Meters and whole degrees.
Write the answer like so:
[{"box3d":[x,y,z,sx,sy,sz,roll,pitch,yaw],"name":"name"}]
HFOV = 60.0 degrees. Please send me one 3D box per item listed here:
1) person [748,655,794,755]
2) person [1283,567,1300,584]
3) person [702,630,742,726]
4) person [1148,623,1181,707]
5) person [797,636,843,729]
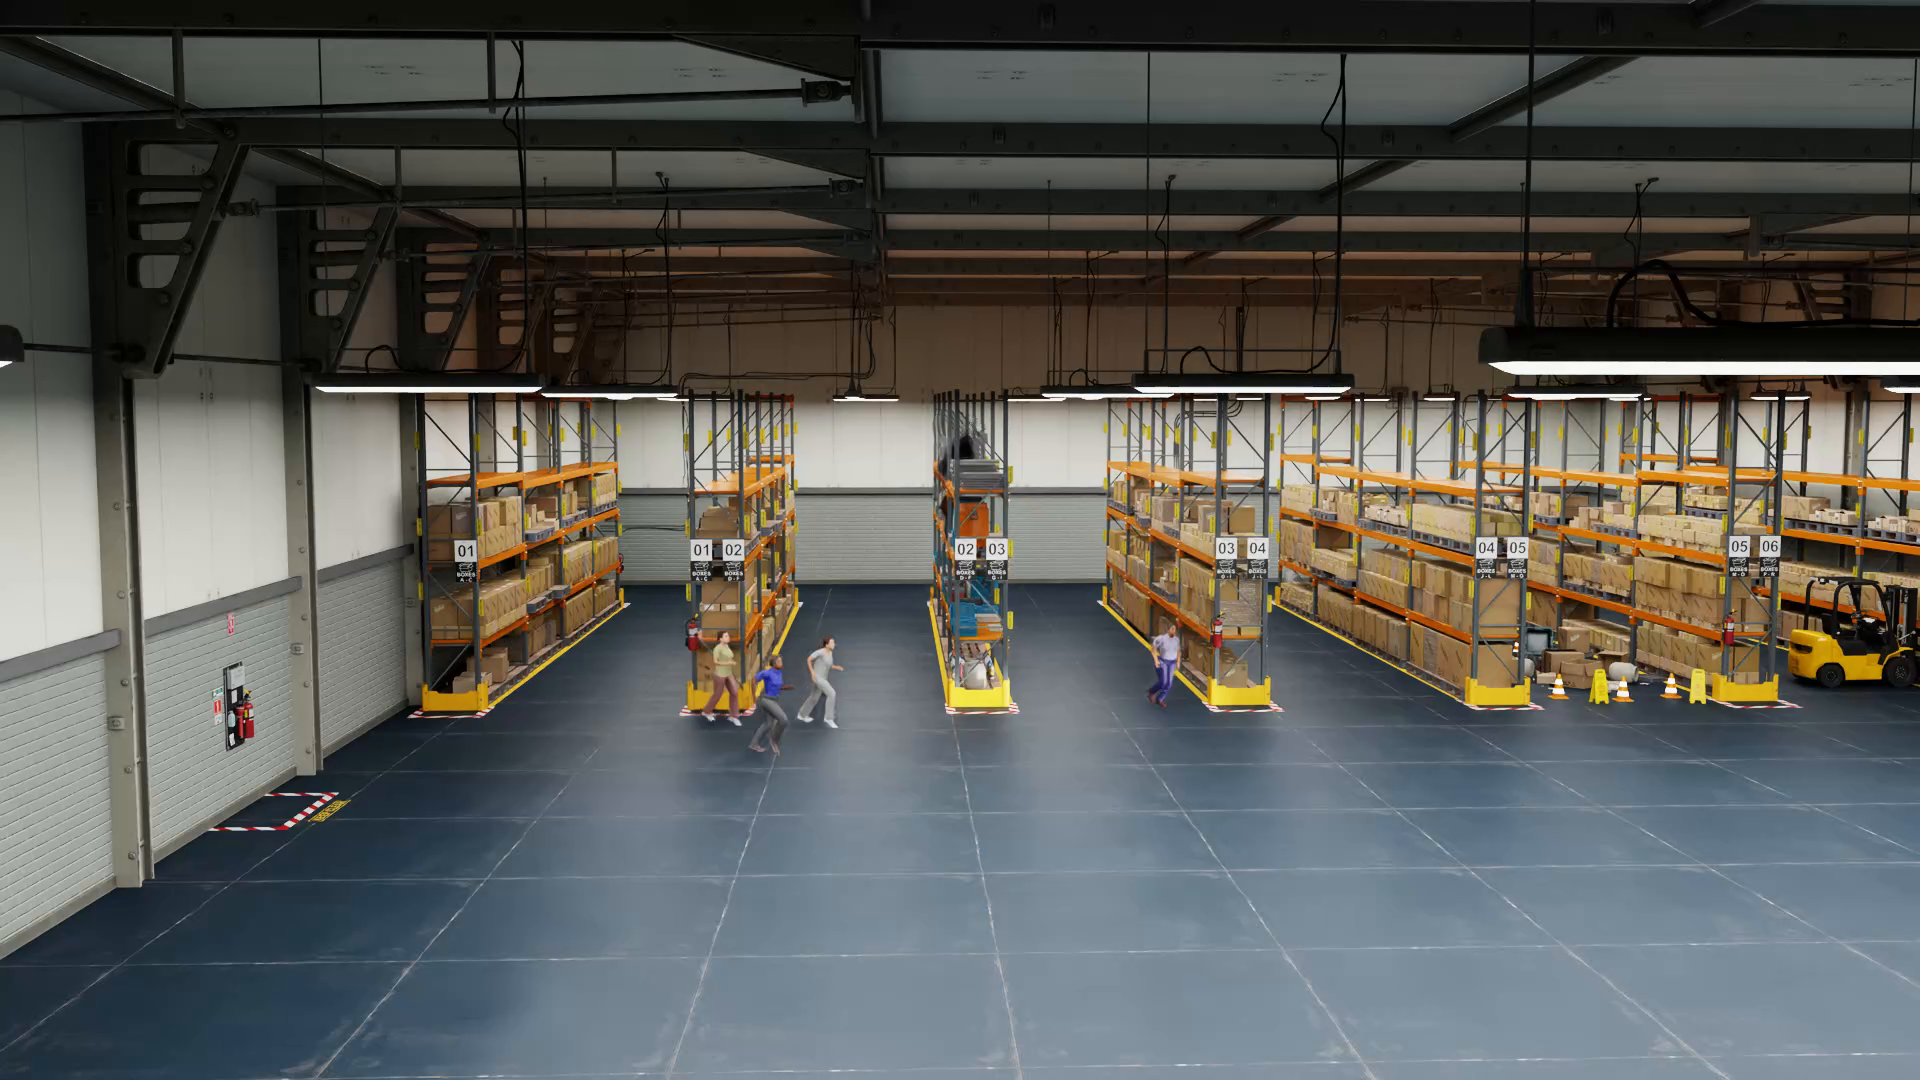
[{"box3d":[-3.084,2.692,27.115,0.789,1.642,0.604,2,5,18],"name":"person"},{"box3d":[9.830,0.877,48.813,0.627,1.741,0.656,-1,5,-12],"name":"person"},{"box3d":[-4.267,2.464,29.744,0.820,1.728,0.588,3,5,29],"name":"person"},{"box3d":[3.920,2.365,31.614,0.610,1.591,0.517,-2,5,-22],"name":"person"},{"box3d":[-2.526,2.513,29.557,0.888,1.651,0.581,2,5,20],"name":"person"}]
